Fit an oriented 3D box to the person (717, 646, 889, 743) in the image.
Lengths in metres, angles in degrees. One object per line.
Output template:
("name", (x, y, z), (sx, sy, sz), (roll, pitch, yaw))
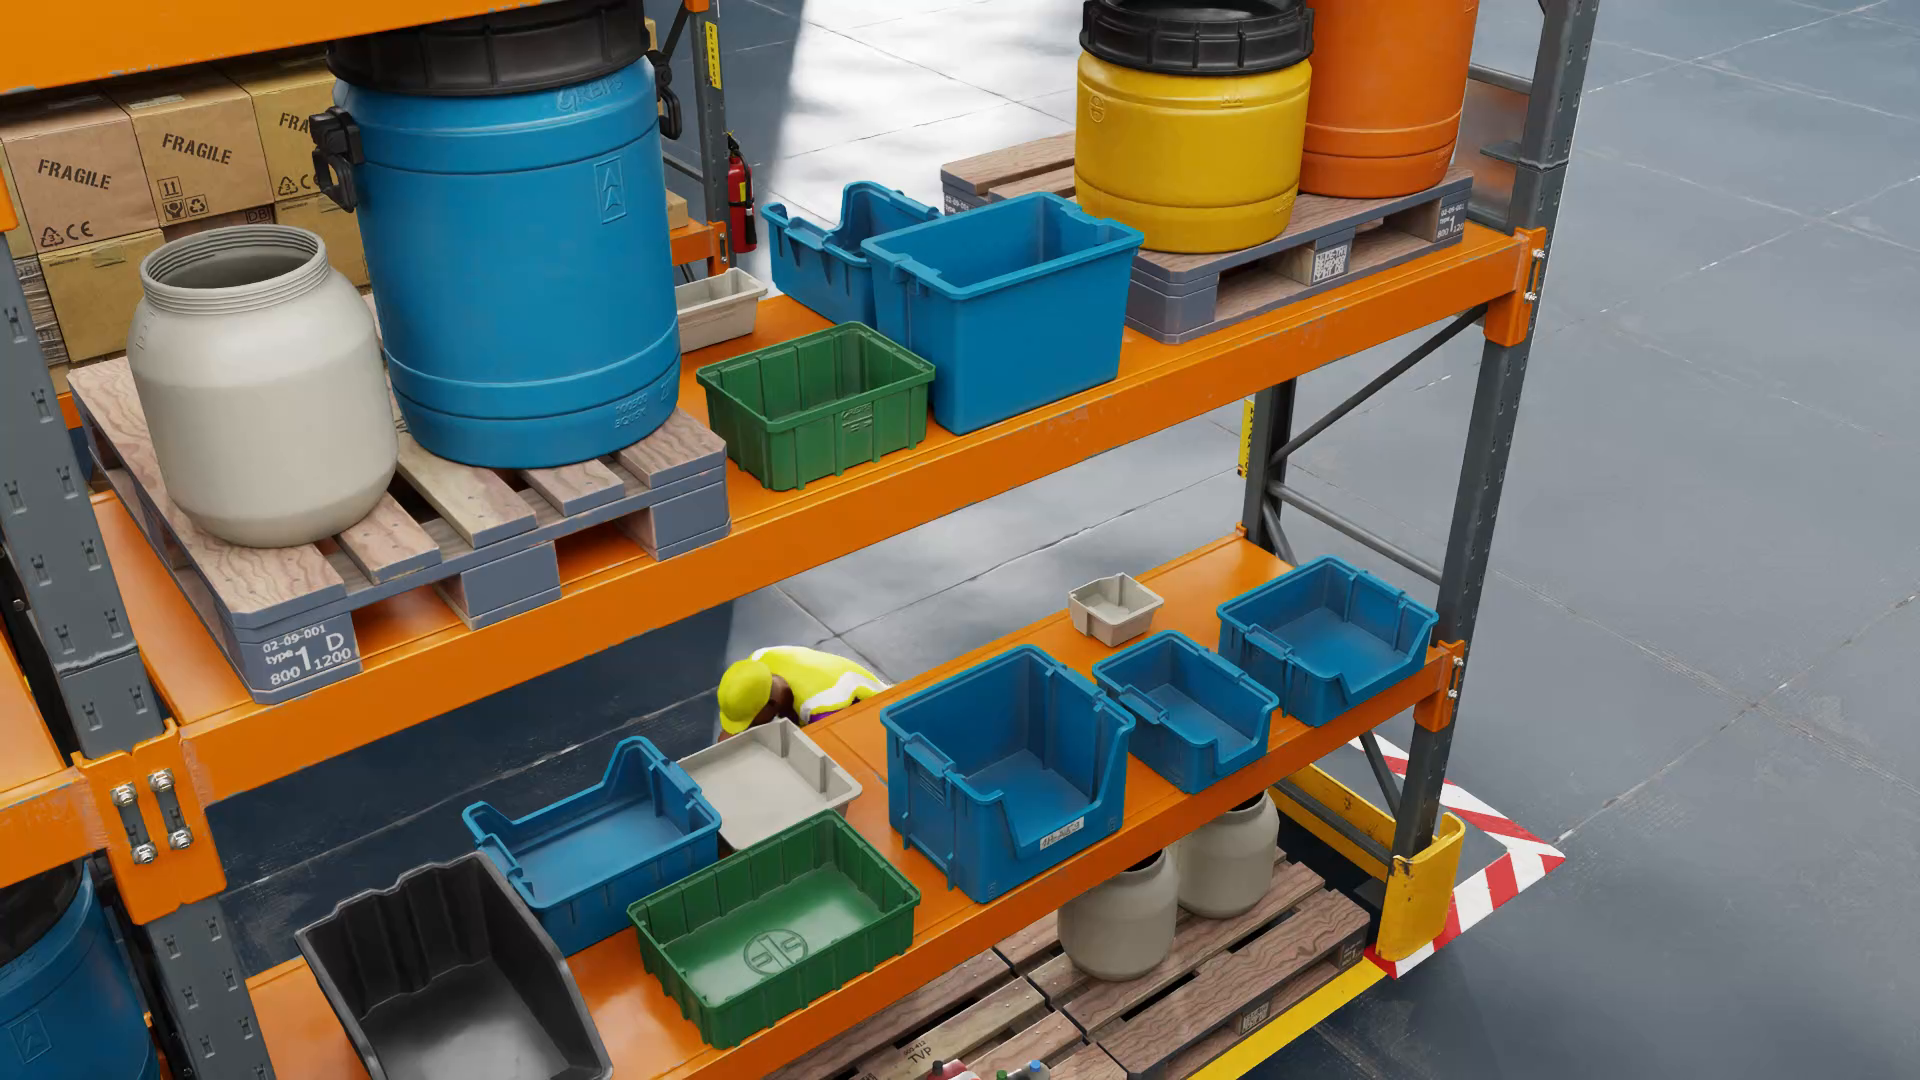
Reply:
("person", (-0.614, 0.779, 6.602), (0.891, 0.995, 0.590), (-22, 38, -31))
